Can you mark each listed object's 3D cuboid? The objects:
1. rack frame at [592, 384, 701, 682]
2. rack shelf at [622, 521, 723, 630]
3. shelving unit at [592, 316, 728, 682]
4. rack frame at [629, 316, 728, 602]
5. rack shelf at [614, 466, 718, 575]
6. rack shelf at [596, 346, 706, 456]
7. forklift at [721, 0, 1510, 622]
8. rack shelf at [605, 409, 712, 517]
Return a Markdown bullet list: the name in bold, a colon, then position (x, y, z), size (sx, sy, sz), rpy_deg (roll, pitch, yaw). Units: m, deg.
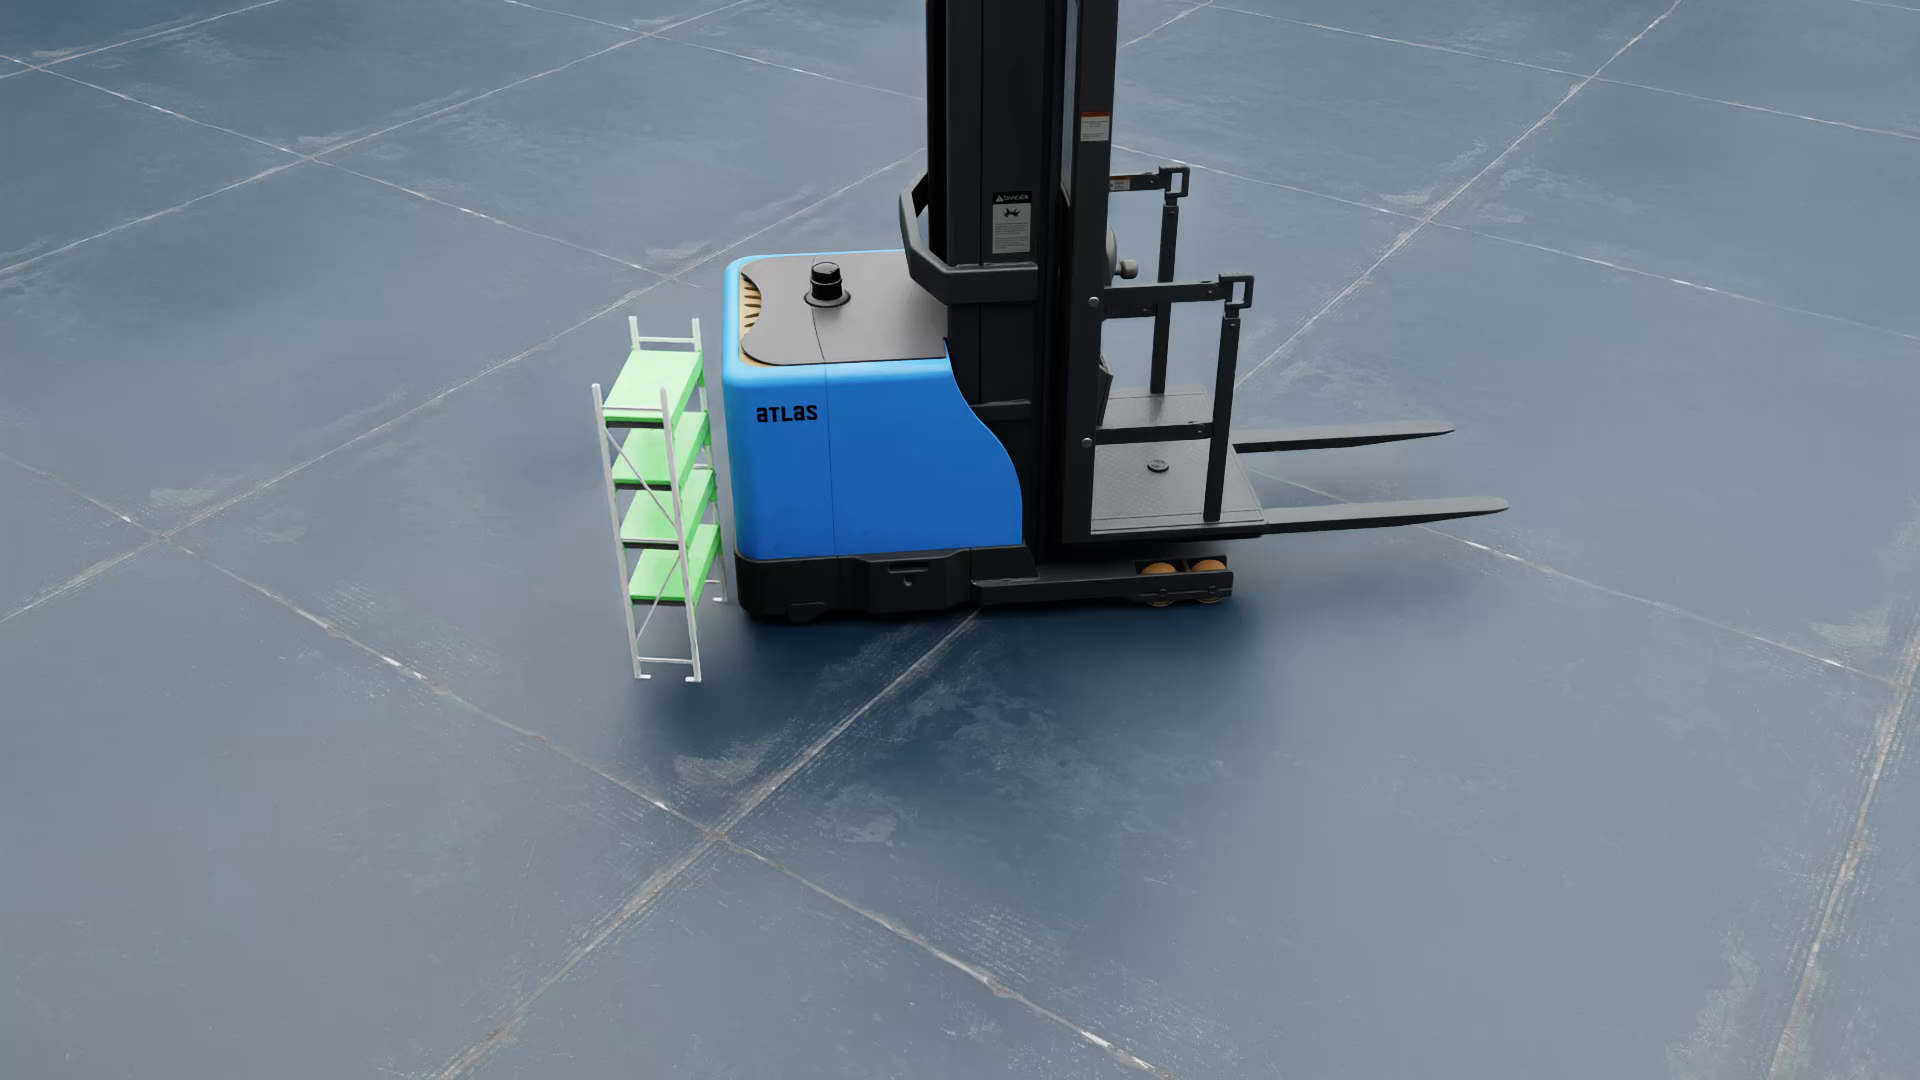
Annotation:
- **rack frame**: position (-1.058, 0.004, 5.671), size (0.240, 1.200, 0.015), rpy_deg (2, 34, 4)
- **rack shelf**: position (-1.036, 0.120, 6.042), size (0.258, 0.148, 0.480), rpy_deg (2, 34, 4)
- **shelving unit**: position (-1.038, -0.132, 5.872), size (0.258, 1.200, 0.503), rpy_deg (2, 34, 4)
- **rack frame**: position (-1.018, -0.268, 6.074), size (0.240, 1.200, 0.015), rpy_deg (2, 34, 4)
- **rack shelf**: position (-1.038, -0.079, 5.908), size (0.258, 0.148, 0.480), rpy_deg (2, 34, 4)
- **rack shelf**: position (-1.041, -0.477, 5.639), size (0.258, 0.148, 0.480), rpy_deg (2, 34, 4)
- **forklift**: position (0.624, -1.252, 5.985), size (3.031, 2.935, 1.130), rpy_deg (-3, 34, -5)
- **rack shelf**: position (-1.039, -0.278, 5.774), size (0.258, 0.148, 0.480), rpy_deg (2, 34, 4)
